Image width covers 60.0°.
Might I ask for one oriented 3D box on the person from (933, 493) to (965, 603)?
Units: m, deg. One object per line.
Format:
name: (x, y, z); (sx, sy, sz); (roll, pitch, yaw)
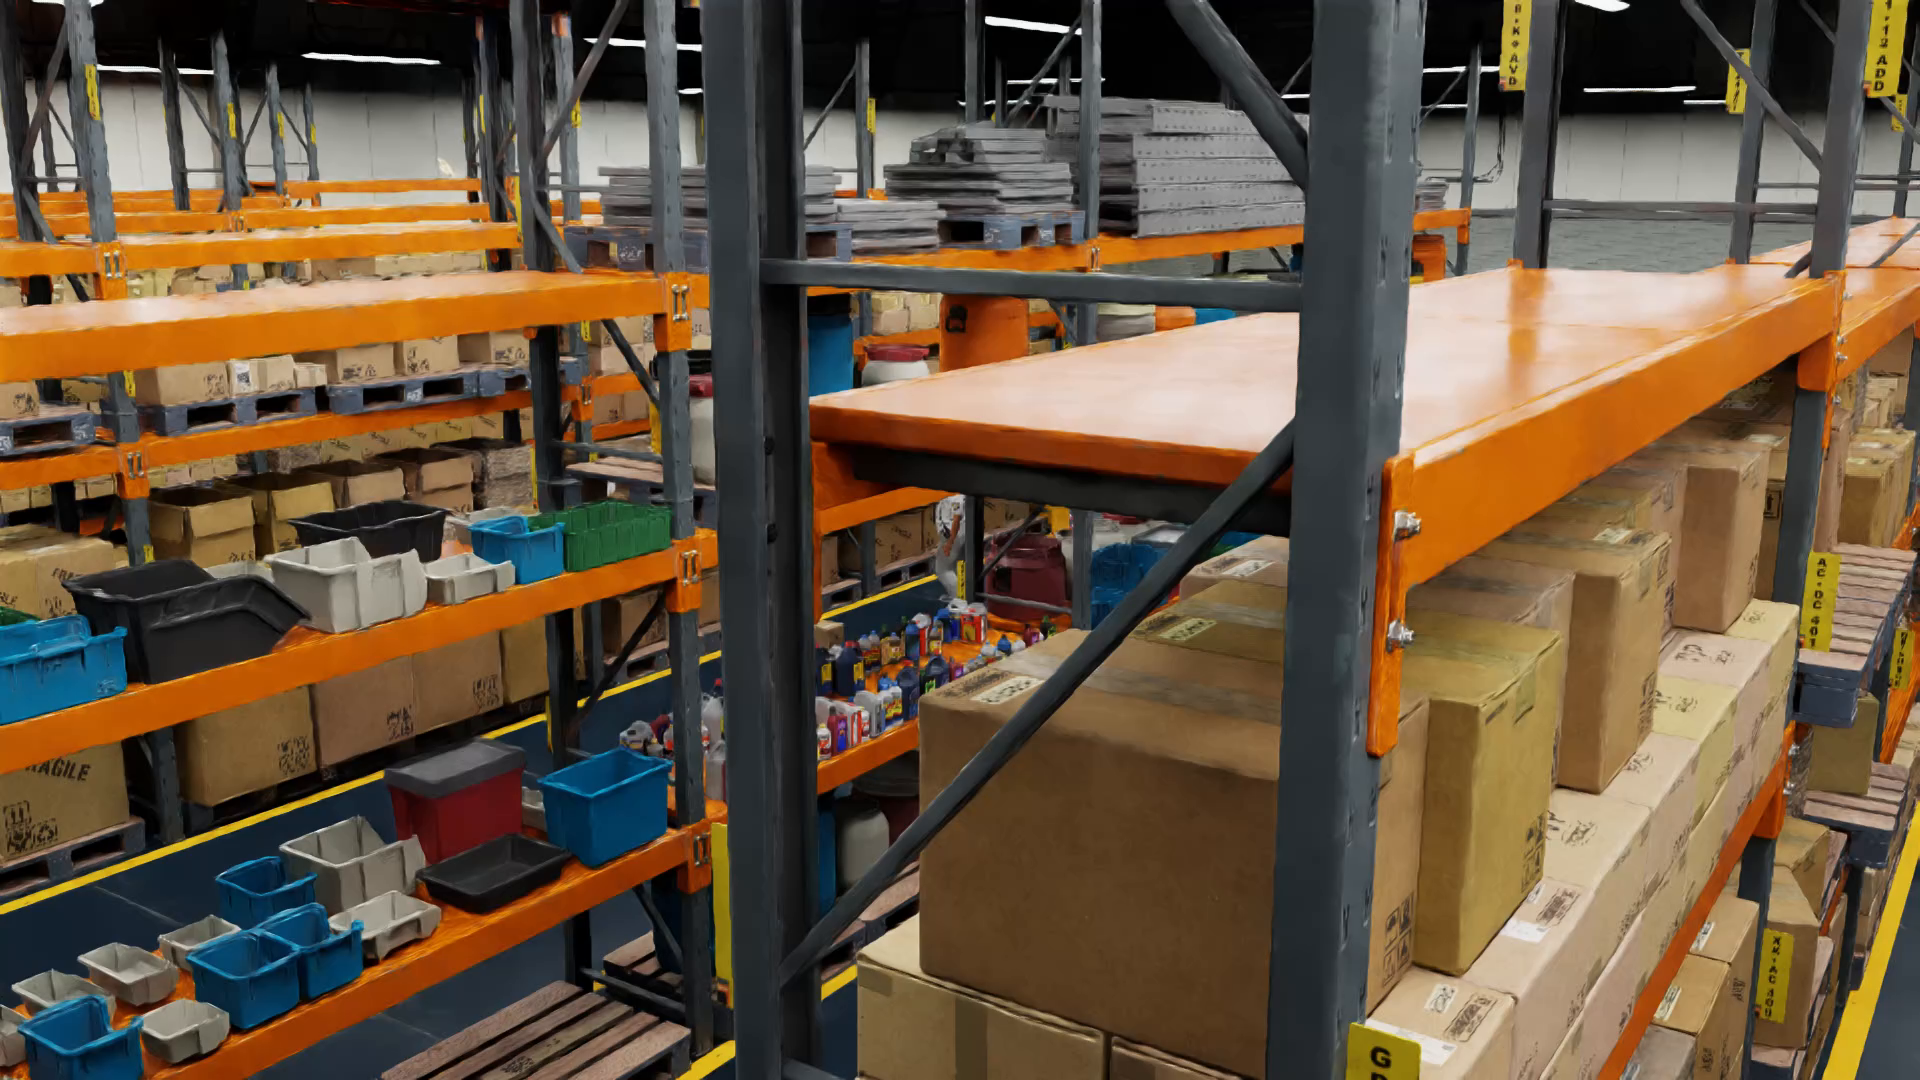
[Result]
person: (-0.069, -0.063, 17.310); (0.431, 1.639, 0.695); (3, 13, 12)
